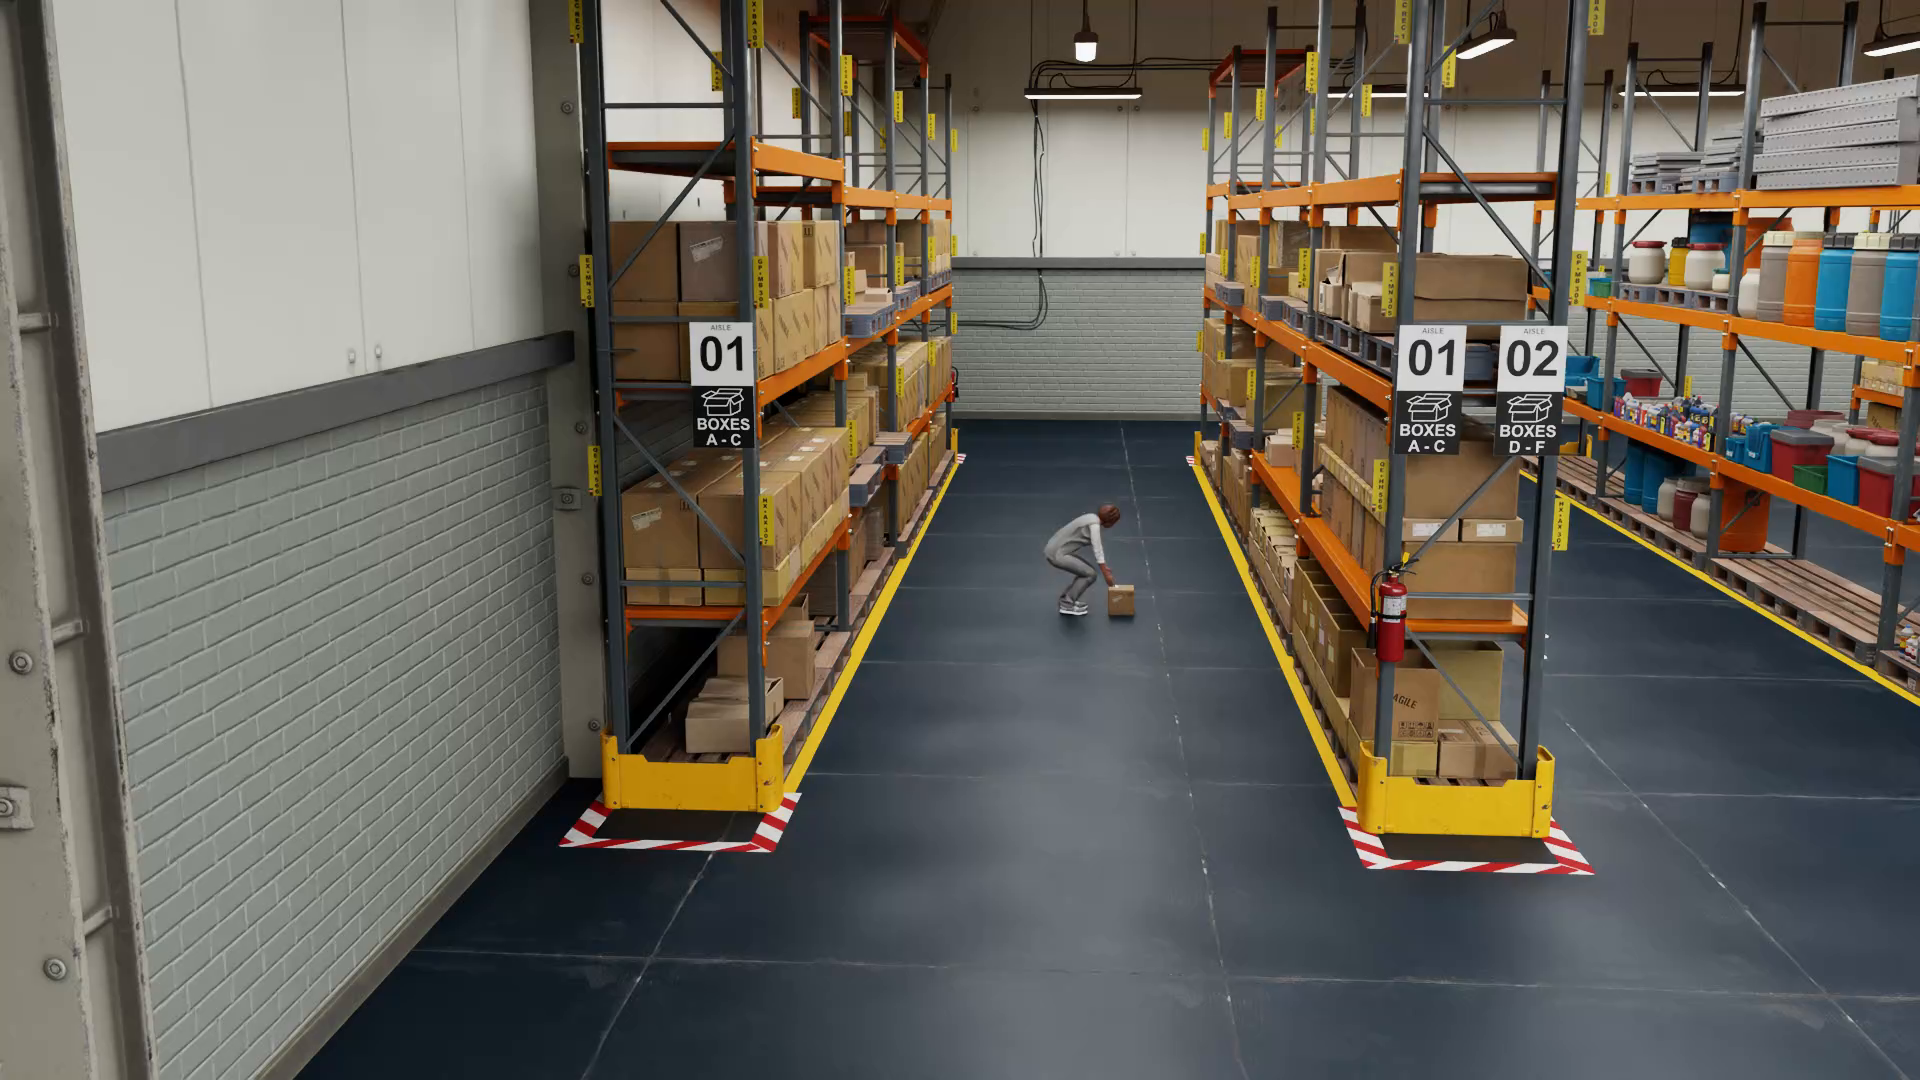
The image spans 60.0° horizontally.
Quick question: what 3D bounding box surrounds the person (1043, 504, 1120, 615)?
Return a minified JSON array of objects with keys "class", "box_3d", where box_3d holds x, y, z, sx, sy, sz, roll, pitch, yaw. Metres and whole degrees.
[{"class":"person","box_3d":[1.197,0.186,16.418,0.754,1.061,0.461,1,11,4]}]
